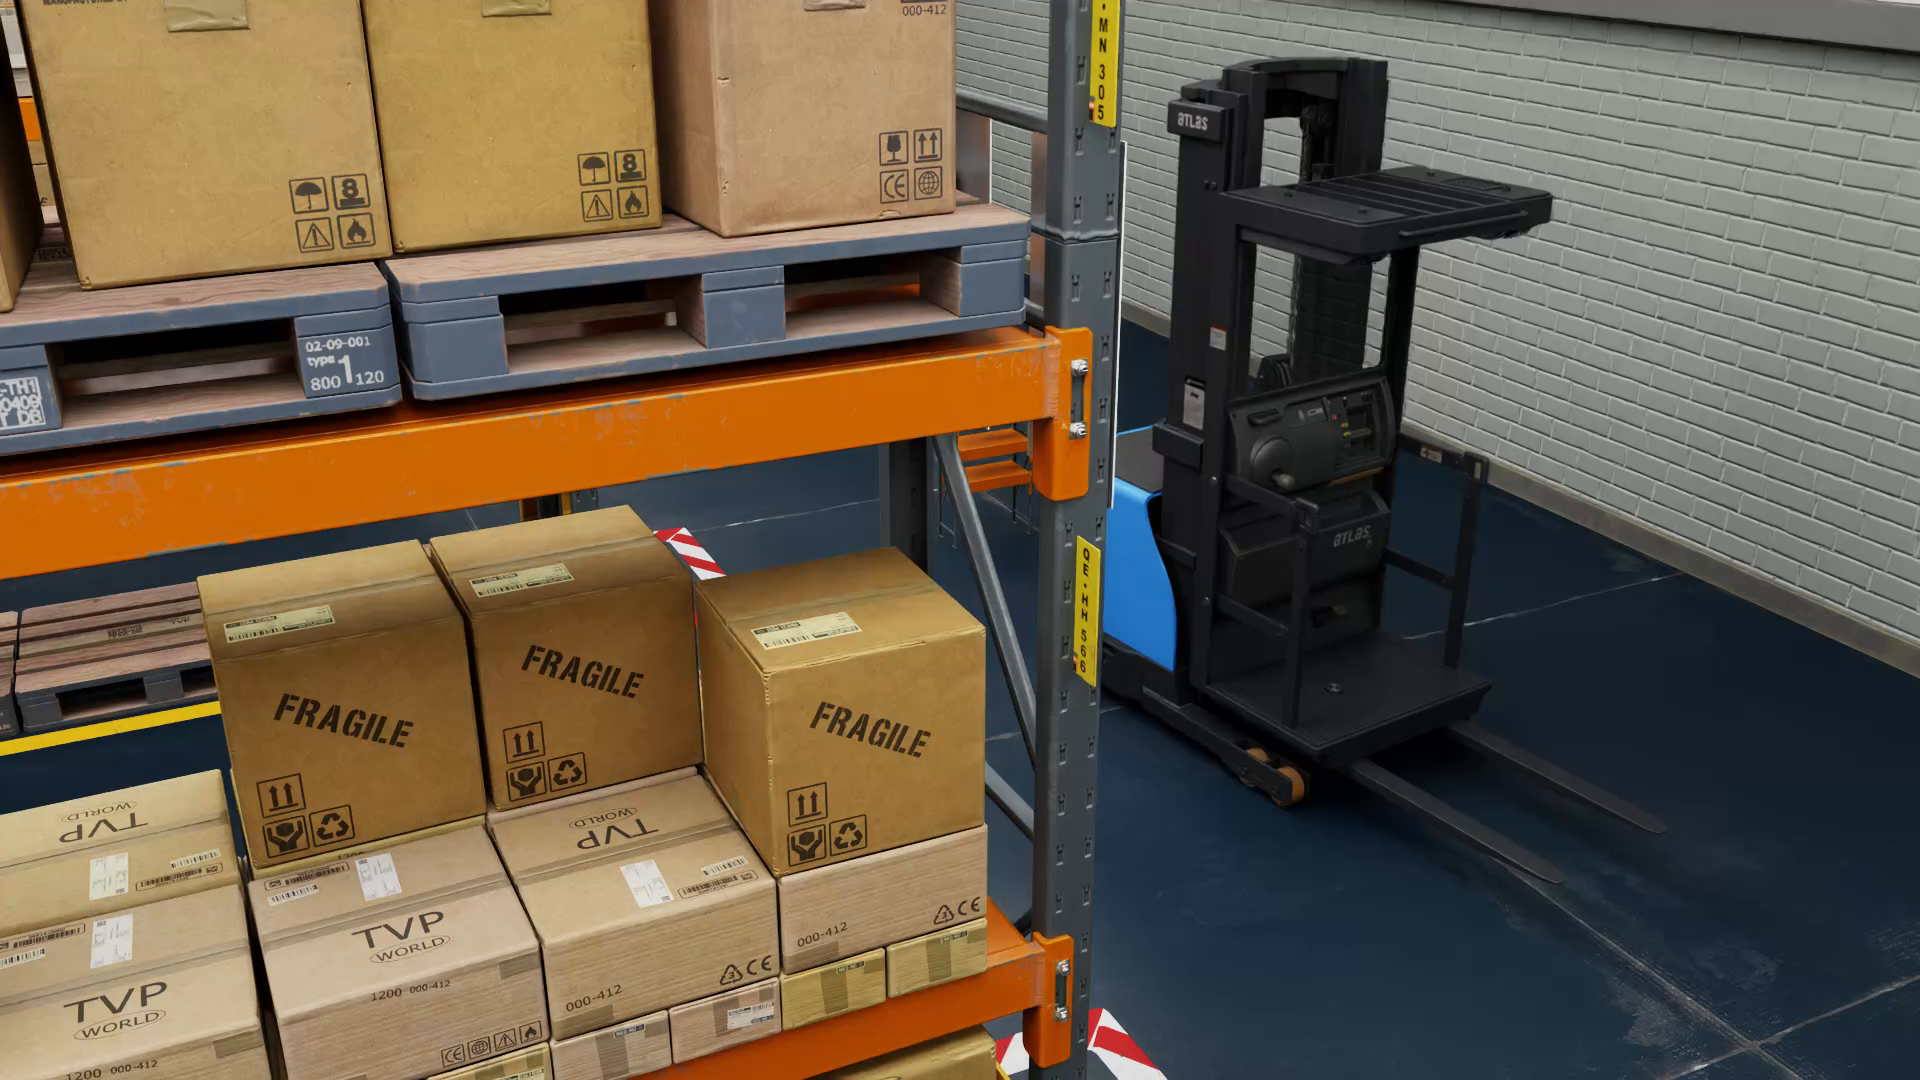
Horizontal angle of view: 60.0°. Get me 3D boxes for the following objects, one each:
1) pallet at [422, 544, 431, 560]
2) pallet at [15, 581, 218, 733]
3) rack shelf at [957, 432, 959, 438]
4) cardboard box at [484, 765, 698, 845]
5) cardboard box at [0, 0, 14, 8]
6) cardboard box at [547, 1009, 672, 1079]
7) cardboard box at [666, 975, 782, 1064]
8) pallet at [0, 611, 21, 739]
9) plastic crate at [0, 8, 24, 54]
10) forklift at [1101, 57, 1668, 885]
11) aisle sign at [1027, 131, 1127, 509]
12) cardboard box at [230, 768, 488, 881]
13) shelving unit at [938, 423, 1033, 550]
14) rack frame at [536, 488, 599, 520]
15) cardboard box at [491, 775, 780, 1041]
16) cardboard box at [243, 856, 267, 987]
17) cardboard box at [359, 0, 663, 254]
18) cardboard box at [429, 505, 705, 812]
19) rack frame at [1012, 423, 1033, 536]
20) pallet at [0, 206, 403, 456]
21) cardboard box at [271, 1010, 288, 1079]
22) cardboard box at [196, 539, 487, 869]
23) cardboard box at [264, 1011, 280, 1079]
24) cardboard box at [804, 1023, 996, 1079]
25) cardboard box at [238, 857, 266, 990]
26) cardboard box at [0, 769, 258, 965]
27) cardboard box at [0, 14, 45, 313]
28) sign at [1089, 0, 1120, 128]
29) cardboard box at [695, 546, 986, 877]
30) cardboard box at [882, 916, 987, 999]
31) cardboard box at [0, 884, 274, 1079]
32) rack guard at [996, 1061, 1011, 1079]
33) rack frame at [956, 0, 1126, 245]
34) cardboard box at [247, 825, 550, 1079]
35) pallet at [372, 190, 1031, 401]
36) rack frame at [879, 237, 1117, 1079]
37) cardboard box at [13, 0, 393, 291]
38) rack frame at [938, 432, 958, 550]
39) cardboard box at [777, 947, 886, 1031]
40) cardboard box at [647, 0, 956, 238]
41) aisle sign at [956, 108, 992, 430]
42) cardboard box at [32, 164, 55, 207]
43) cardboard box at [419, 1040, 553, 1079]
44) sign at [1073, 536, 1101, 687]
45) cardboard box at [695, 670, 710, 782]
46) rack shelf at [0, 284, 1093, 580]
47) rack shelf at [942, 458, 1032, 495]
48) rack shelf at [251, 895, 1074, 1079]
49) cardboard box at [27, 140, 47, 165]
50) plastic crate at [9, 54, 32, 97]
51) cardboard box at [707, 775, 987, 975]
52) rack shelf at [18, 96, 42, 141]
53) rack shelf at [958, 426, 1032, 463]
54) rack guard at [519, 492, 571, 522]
[{"bbox_3d":[-2.857,0.316,8.710,1.213,0.211,1.003,-10,25,-24],"label":"pallet"},{"bbox_3d":[-3.954,0.517,8.224,1.213,0.211,1.003,-10,25,-24],"label":"pallet"},{"bbox_3d":[0.149,-0.726,9.527,0.480,0.148,0.258,-10,25,-24],"label":"rack shelf"},{"bbox_3d":[-0.964,0.618,4.141,0.500,0.250,0.500,-11,25,-24],"label":"cardboard box"},{"bbox_3d":[-6.397,-3.616,10.837,0.500,0.250,0.500,-10,25,-24],"label":"cardboard box"},{"bbox_3d":[-0.813,1.026,3.677,0.250,0.149,0.380,-10,24,-23],"label":"cardboard box"},{"bbox_3d":[-0.588,0.985,3.776,0.250,0.149,0.380,-10,25,-23],"label":"cardboard box"},{"bbox_3d":[-5.055,0.721,7.732,1.213,0.211,1.003,-10,25,-24],"label":"pallet"},{"bbox_3d":[-4.228,-2.165,7.292,0.530,0.282,0.437,-10,25,-24],"label":"plastic crate"},{"bbox_3d":[1.636,-0.436,6.971,1.130,2.935,3.031,-14,26,-31],"label":"forklift"},{"bbox_3d":[0.246,-0.498,3.633,0.004,0.787,0.394,-10,25,-24],"label":"aisle sign"},{"bbox_3d":[-1.418,0.701,3.943,0.500,0.250,0.500,-11,25,-25],"label":"cardboard box"},{"bbox_3d":[0.149,-0.582,9.587,0.503,1.200,0.258,-10,25,-24],"label":"shelving unit"},{"bbox_3d":[-2.097,-1.095,8.474,0.127,3.000,1.000,-10,25,-24],"label":"rack frame"},{"bbox_3d":[-0.728,0.799,3.705,0.500,0.250,0.500,-11,25,-25],"label":"cardboard box"},{"bbox_3d":[-1.569,0.887,4.014,0.250,0.149,0.380,-11,25,-24],"label":"cardboard box"},{"bbox_3d":[-0.953,-0.904,3.280,0.500,0.500,0.700,-11,25,-26],"label":"cardboard box"},{"bbox_3d":[-0.949,0.266,4.011,0.500,0.500,0.500,-11,25,-25],"label":"cardboard box"},{"bbox_3d":[0.369,-0.622,9.685,0.015,1.200,0.240,-10,25,-24],"label":"rack frame"},{"bbox_3d":[-1.713,-0.403,2.996,1.213,0.211,1.003,-10,25,-24],"label":"pallet"},{"bbox_3d":[-1.280,1.113,3.467,0.250,0.149,0.380,-10,25,-23],"label":"cardboard box"},{"bbox_3d":[-1.413,0.354,3.799,0.500,0.500,0.500,-11,25,-25],"label":"cardboard box"},{"bbox_3d":[-1.504,1.154,3.370,0.250,0.149,0.380,-10,24,-23],"label":"cardboard box"},{"bbox_3d":[-0.491,1.533,4.354,0.875,0.875,0.875,-10,25,-24],"label":"cardboard box"},{"bbox_3d":[-1.797,0.928,3.914,0.250,0.149,0.380,-11,25,-25],"label":"cardboard box"},{"bbox_3d":[-1.886,0.789,3.729,0.500,0.250,0.500,-11,25,-25],"label":"cardboard box"},{"bbox_3d":[-1.855,-0.673,2.722,0.500,0.500,0.700,-9,24,-21],"label":"cardboard box"},{"bbox_3d":[0.274,-0.958,3.166,0.005,0.325,0.100,-10,25,-24],"label":"sign"},{"bbox_3d":[-0.274,0.368,3.765,0.500,0.500,0.500,-10,25,-23],"label":"cardboard box"},{"bbox_3d":[-0.127,0.900,3.982,0.250,0.149,0.380,-10,24,-23],"label":"cardboard box"},{"bbox_3d":[-1.654,0.971,3.288,0.500,0.250,0.500,-10,25,-24],"label":"cardboard box"},{"bbox_3d":[0.073,1.762,4.839,0.348,0.500,1.175,-10,25,-24],"label":"rack guard"},{"bbox_3d":[0.051,-2.160,3.203,0.127,3.000,1.000,-10,25,-24],"label":"rack frame"},{"bbox_3d":[-1.186,0.884,3.501,0.500,0.250,0.500,-11,25,-25],"label":"cardboard box"},{"bbox_3d":[-0.613,-0.607,3.488,1.213,0.211,1.003,-10,25,-24],"label":"pallet"},{"bbox_3d":[0.051,0.612,4.351,0.127,3.000,1.000,-10,25,-24],"label":"rack frame"},{"bbox_3d":[-1.398,-0.802,3.033,0.500,0.500,0.700,-12,25,-27],"label":"cardboard box"},{"bbox_3d":[-0.071,-0.541,9.489,0.015,1.200,0.240,-10,25,-24],"label":"rack frame"},{"bbox_3d":[-0.360,0.944,3.876,0.250,0.149,0.380,-10,25,-23],"label":"cardboard box"},{"bbox_3d":[-0.394,-0.956,3.406,0.500,0.500,0.700,-12,25,-27],"label":"cardboard box"},{"bbox_3d":[-0.014,-0.705,4.132,0.004,0.787,0.394,-10,25,-24],"label":"aisle sign"},{"bbox_3d":[-6.357,-2.345,11.362,0.500,0.500,0.500,-11,25,-24],"label":"cardboard box"},{"bbox_3d":[-1.046,1.070,3.572,0.250,0.149,0.380,-11,25,-25],"label":"cardboard box"},{"bbox_3d":[0.274,0.156,3.627,0.005,0.325,0.100,-10,25,-24],"label":"sign"},{"bbox_3d":[-0.498,0.530,4.355,0.500,0.250,0.500,-11,25,-25],"label":"cardboard box"},{"bbox_3d":[-1.751,-0.110,3.113,4.000,0.370,1.077,-10,25,-24],"label":"rack shelf"},{"bbox_3d":[0.149,-0.336,9.689,0.480,0.148,0.258,-10,25,-24],"label":"rack shelf"},{"bbox_3d":[-1.751,1.276,3.687,4.000,0.370,1.077,-10,25,-24],"label":"rack shelf"},{"bbox_3d":[-6.371,-2.800,11.154,0.500,0.500,0.500,-11,25,-25],"label":"cardboard box"},{"bbox_3d":[-3.851,-1.931,6.917,0.530,0.136,0.437,-10,25,-24],"label":"plastic crate"},{"bbox_3d":[-0.270,0.715,3.907,0.500,0.250,0.500,-11,25,-24],"label":"cardboard box"},{"bbox_3d":[-3.899,-1.817,7.237,4.000,0.370,1.077,-10,25,-24],"label":"rack shelf"},{"bbox_3d":[0.149,-0.520,9.613,0.480,0.148,0.258,-10,25,-24],"label":"rack shelf"},{"bbox_3d":[-2.081,0.051,8.973,0.348,0.500,1.175,-10,25,-24],"label":"rack guard"}]
